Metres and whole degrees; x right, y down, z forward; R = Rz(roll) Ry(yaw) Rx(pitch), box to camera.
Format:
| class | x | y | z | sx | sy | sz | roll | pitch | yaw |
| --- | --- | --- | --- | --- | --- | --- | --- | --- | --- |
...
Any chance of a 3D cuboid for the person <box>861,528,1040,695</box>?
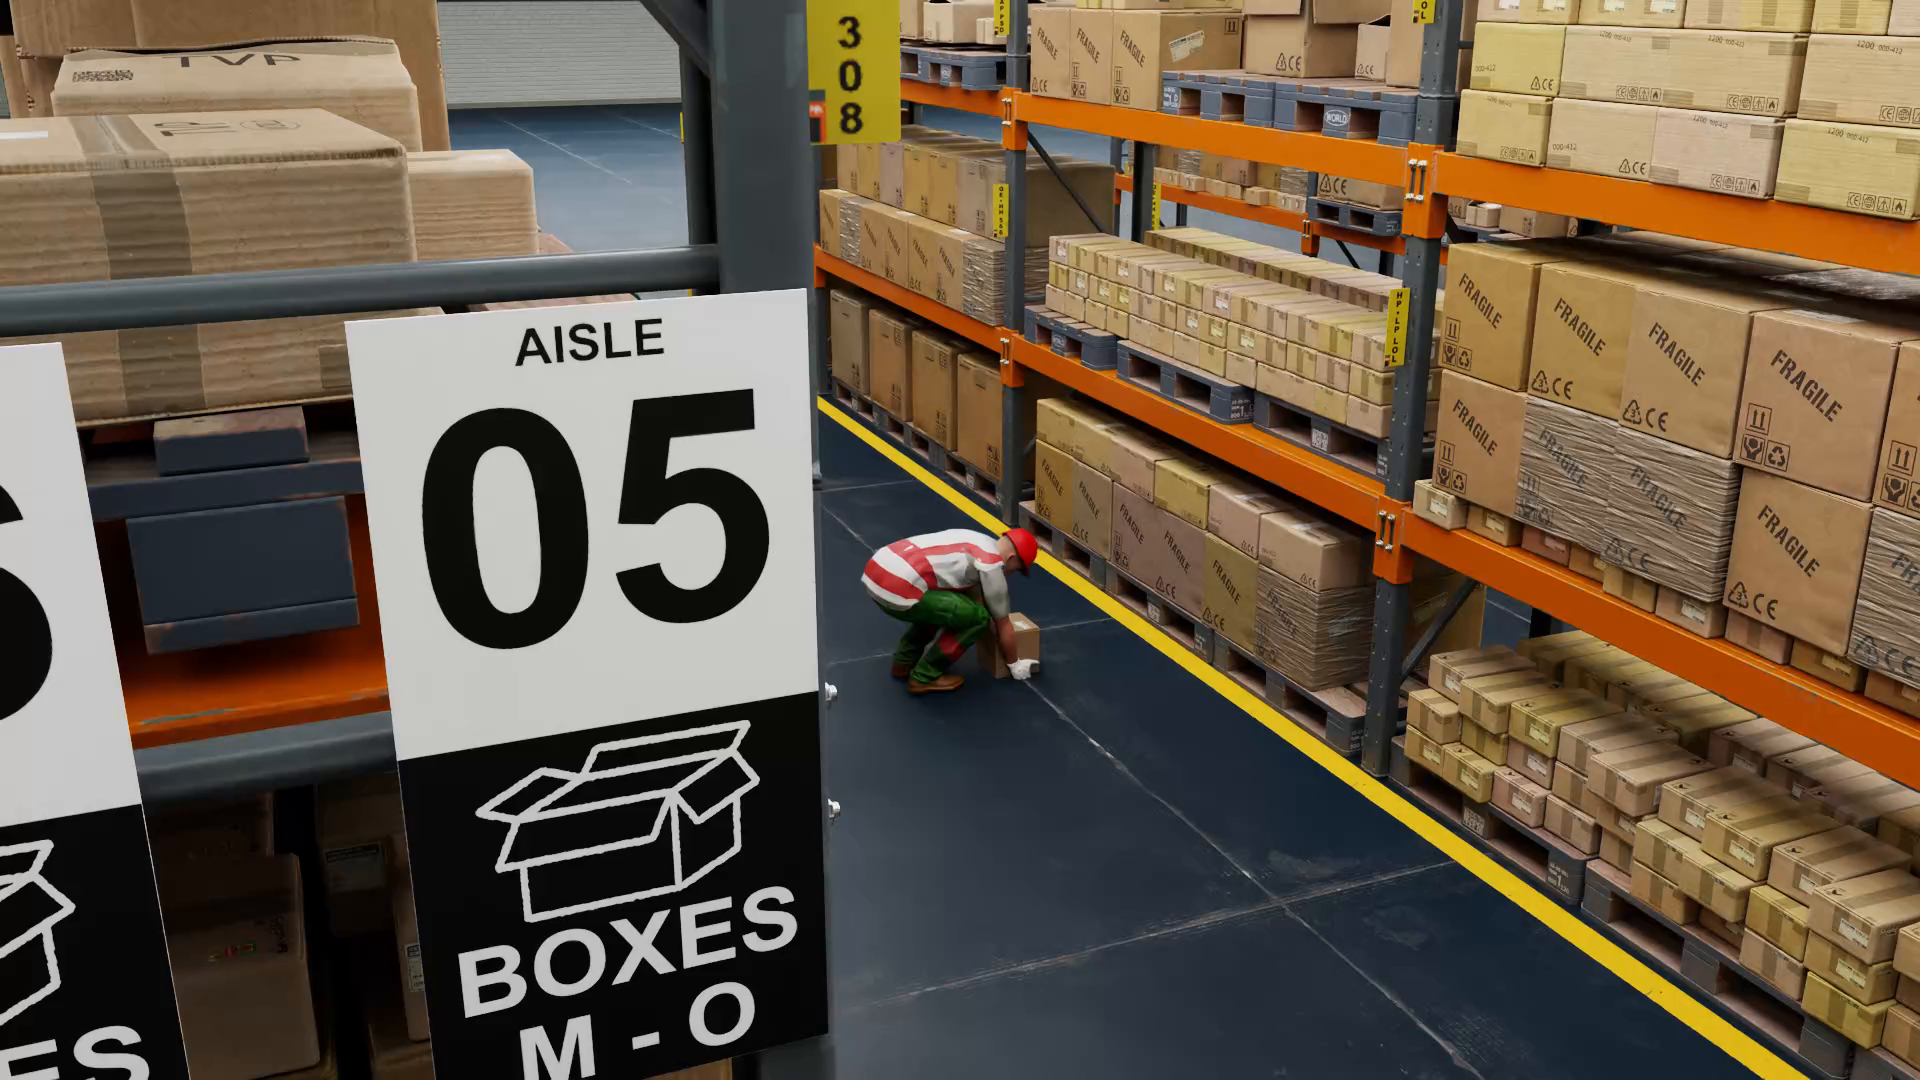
| class | x | y | z | sx | sy | sz | roll | pitch | yaw |
| --- | --- | --- | --- | --- | --- | --- | --- | --- | --- |
| person | -0.029 | 0.350 | 8.595 | 0.964 | 0.810 | 0.524 | -8 | 20 | -23 |
